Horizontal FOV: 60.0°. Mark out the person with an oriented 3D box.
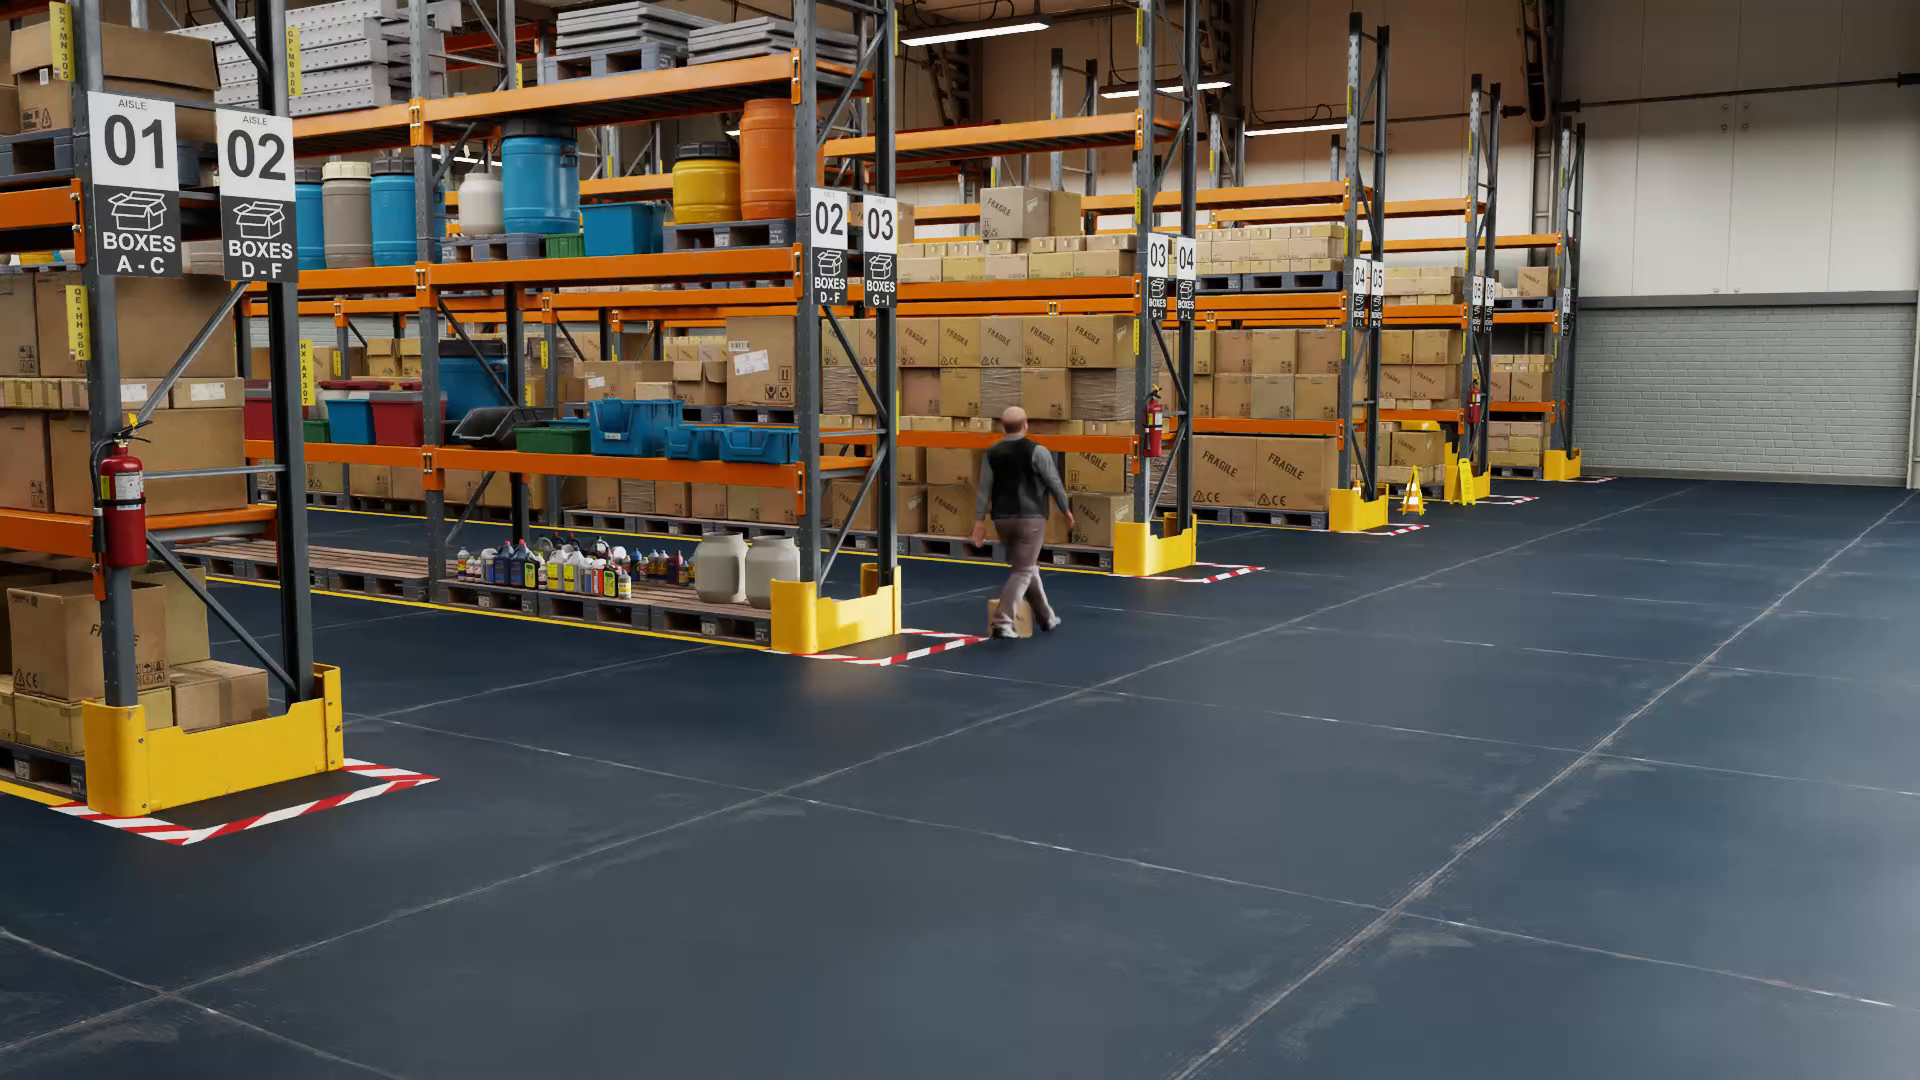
[{"bbox_3d":[0.470,-0.135,12.069,0.596,1.669,0.973,4,7,33],"label":"person"}]
